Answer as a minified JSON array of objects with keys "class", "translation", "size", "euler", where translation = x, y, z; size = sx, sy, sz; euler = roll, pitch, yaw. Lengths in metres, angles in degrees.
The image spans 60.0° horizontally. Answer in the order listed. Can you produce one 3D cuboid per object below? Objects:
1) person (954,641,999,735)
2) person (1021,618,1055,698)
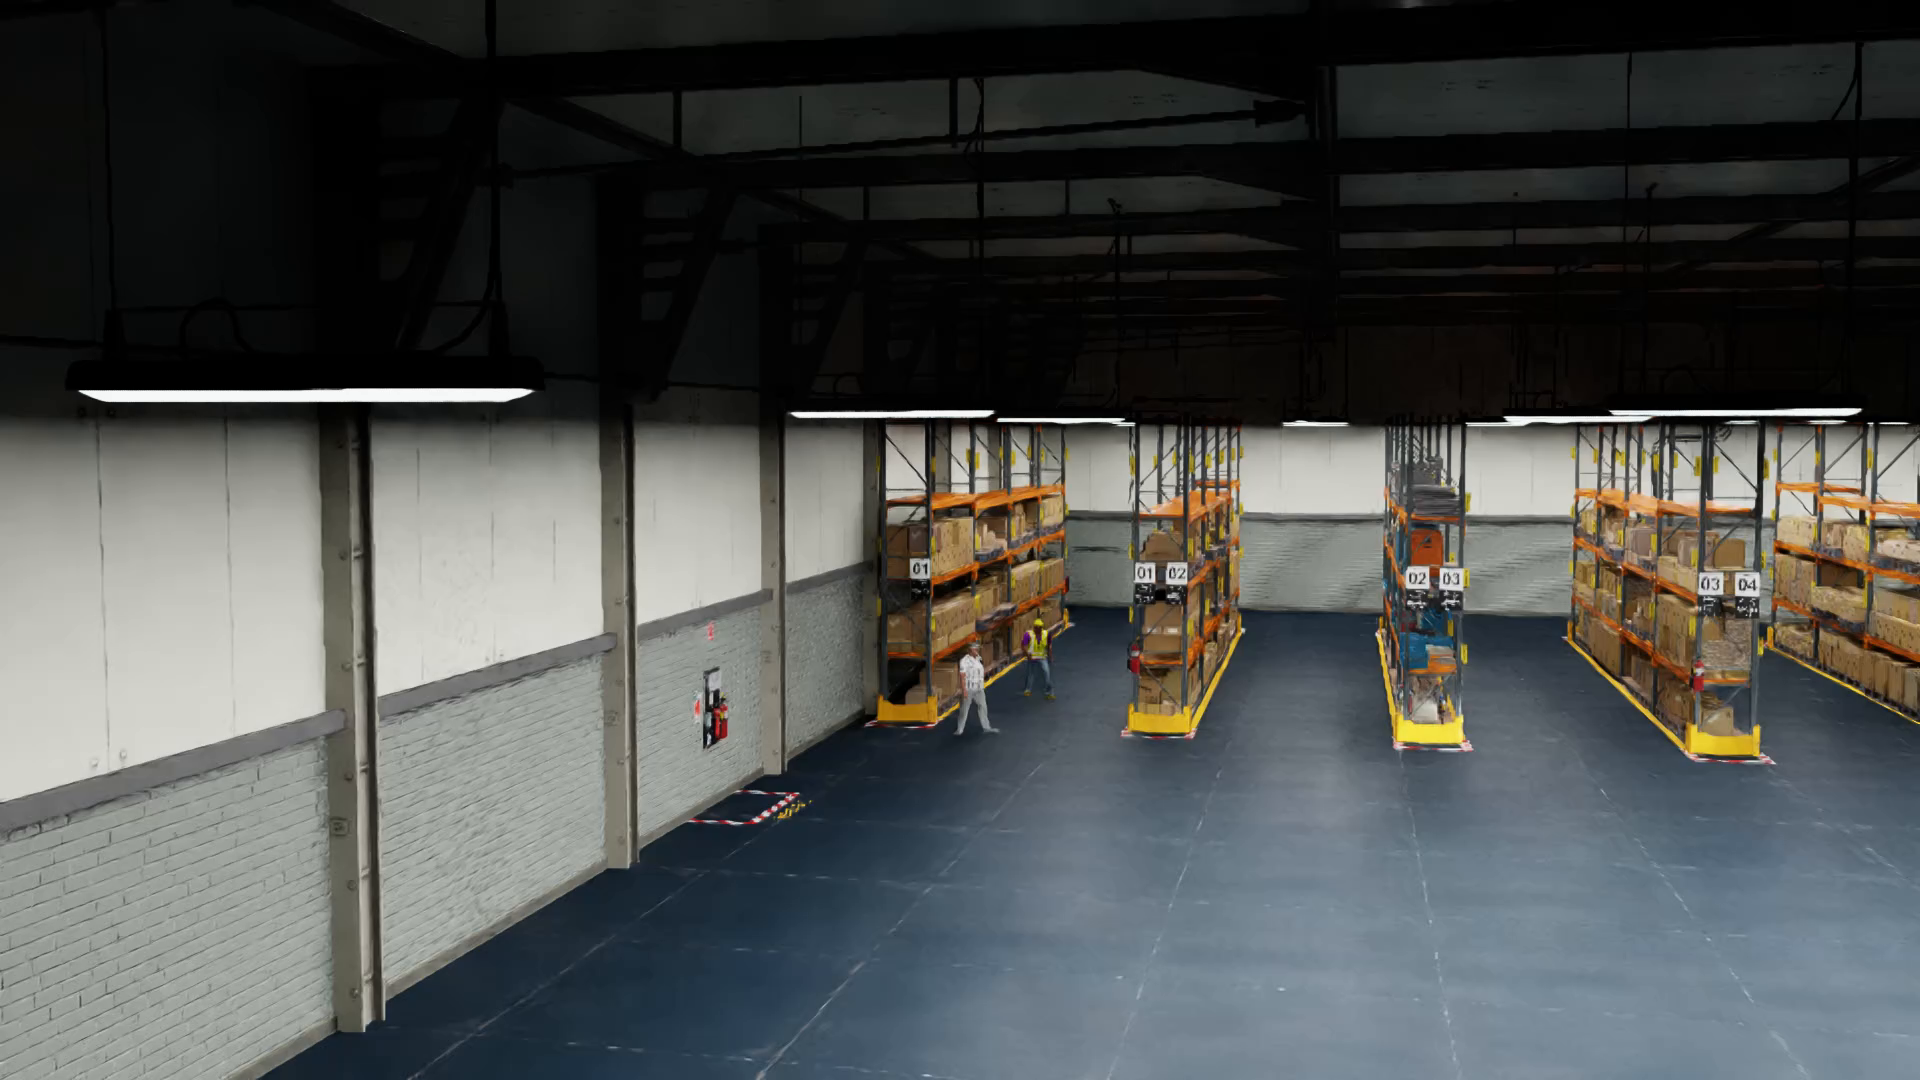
[{"class":"person","translation":[0.273,2.740,30.948],"size":[0.758,1.753,0.578],"euler":[-3,5,-38]},{"class":"person","translation":[1.633,2.487,35.213],"size":[0.699,1.706,0.840],"euler":[0,4,-4]}]
